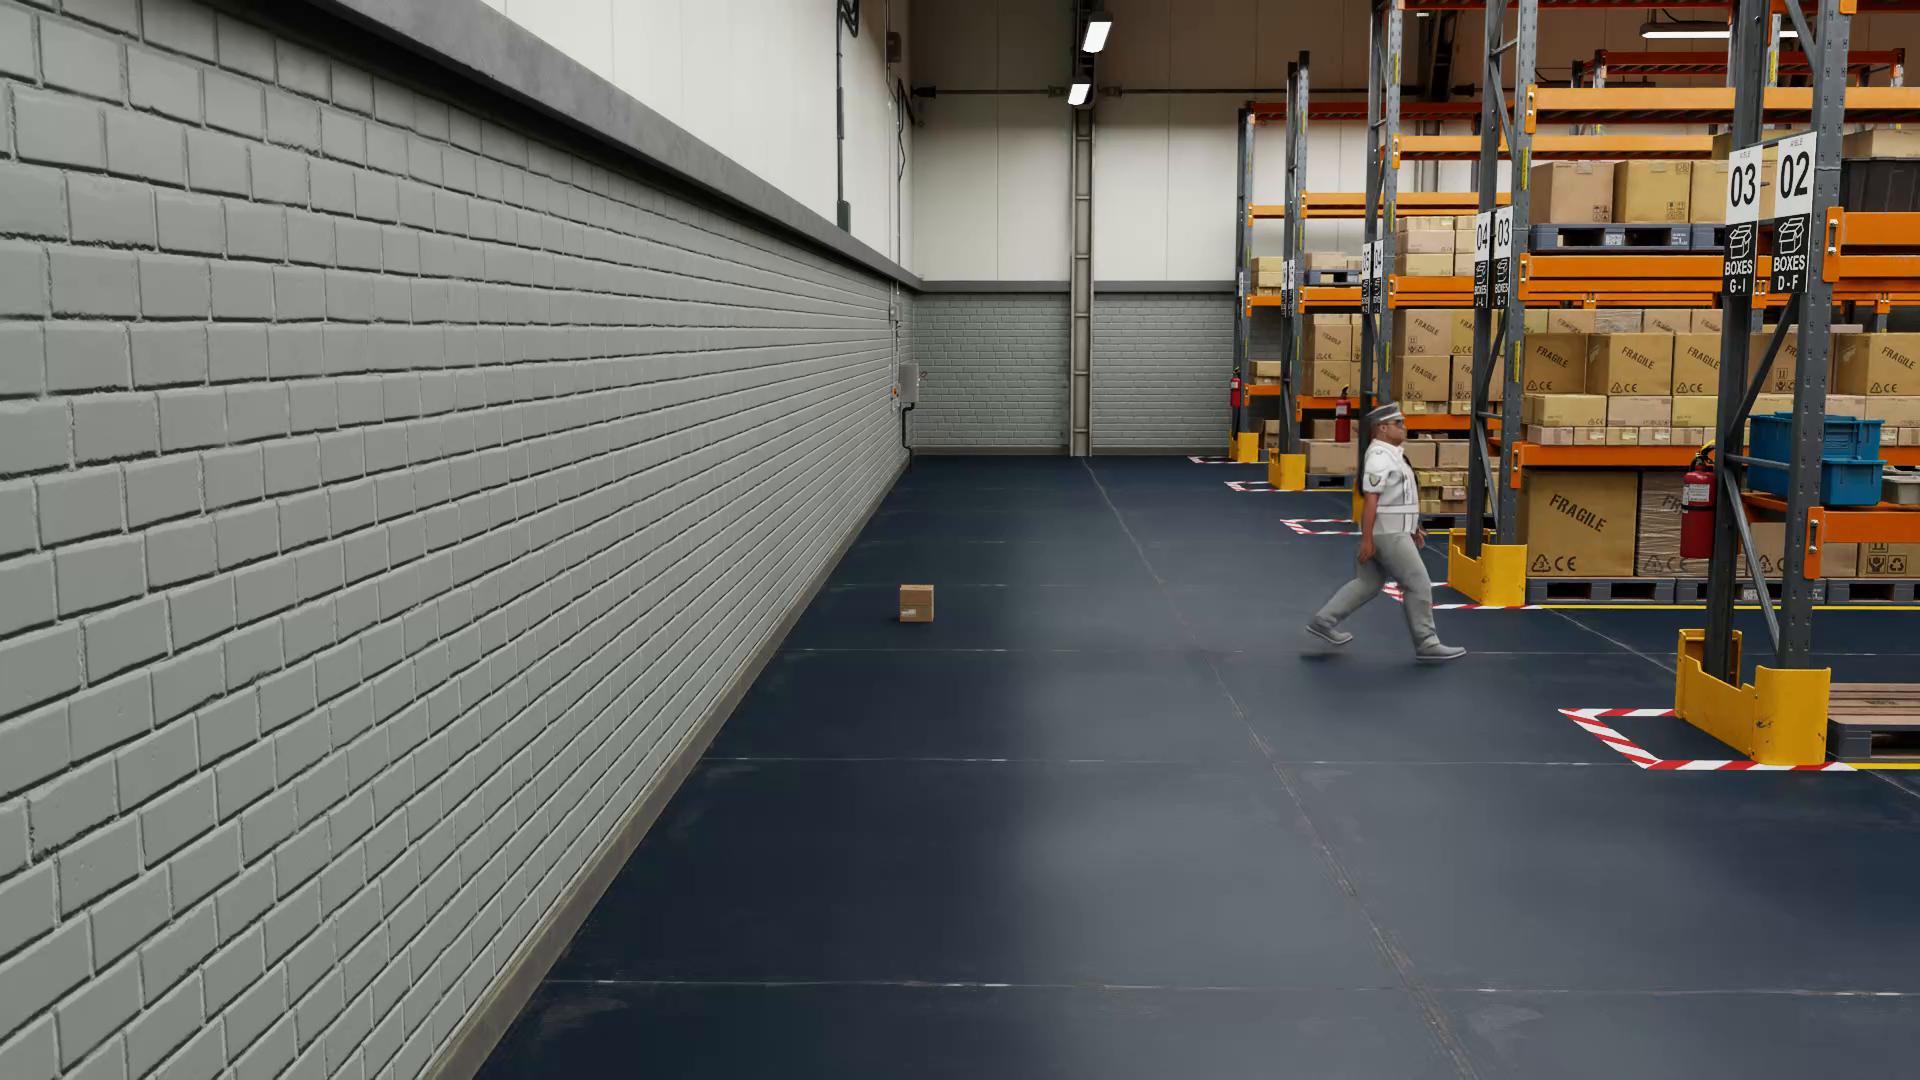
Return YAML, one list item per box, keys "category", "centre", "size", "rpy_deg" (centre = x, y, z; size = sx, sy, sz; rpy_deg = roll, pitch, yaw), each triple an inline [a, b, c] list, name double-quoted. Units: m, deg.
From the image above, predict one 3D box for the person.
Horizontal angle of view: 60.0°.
- category: "person"
  centre: [2.894, -0.074, 11.208]
  size: [1.040, 1.726, 0.533]
  rpy_deg: [2, 7, 13]
